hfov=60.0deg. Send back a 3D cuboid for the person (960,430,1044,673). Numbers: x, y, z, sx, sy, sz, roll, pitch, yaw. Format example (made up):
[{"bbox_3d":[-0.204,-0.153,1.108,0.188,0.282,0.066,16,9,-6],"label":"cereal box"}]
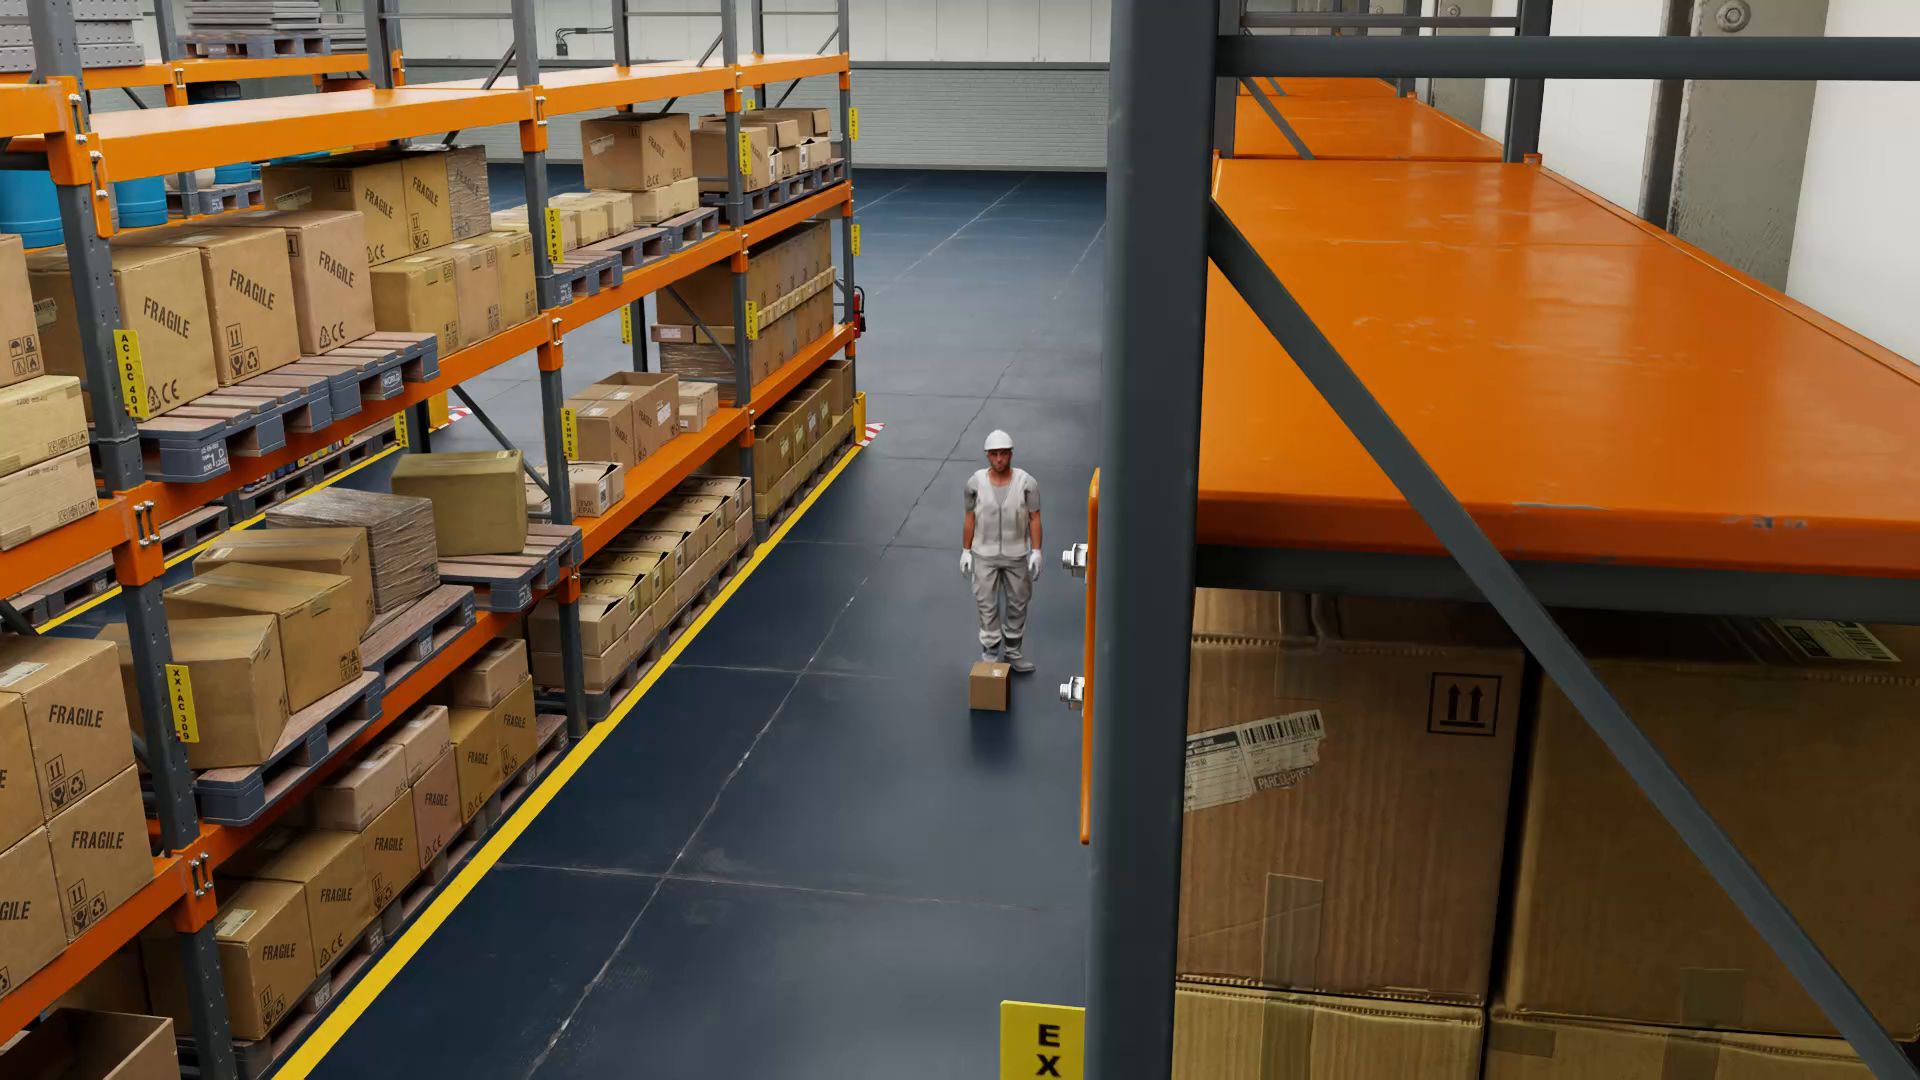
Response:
[{"bbox_3d":[0.290,0.114,11.626,0.590,1.792,0.463,1,18,2],"label":"person"}]
